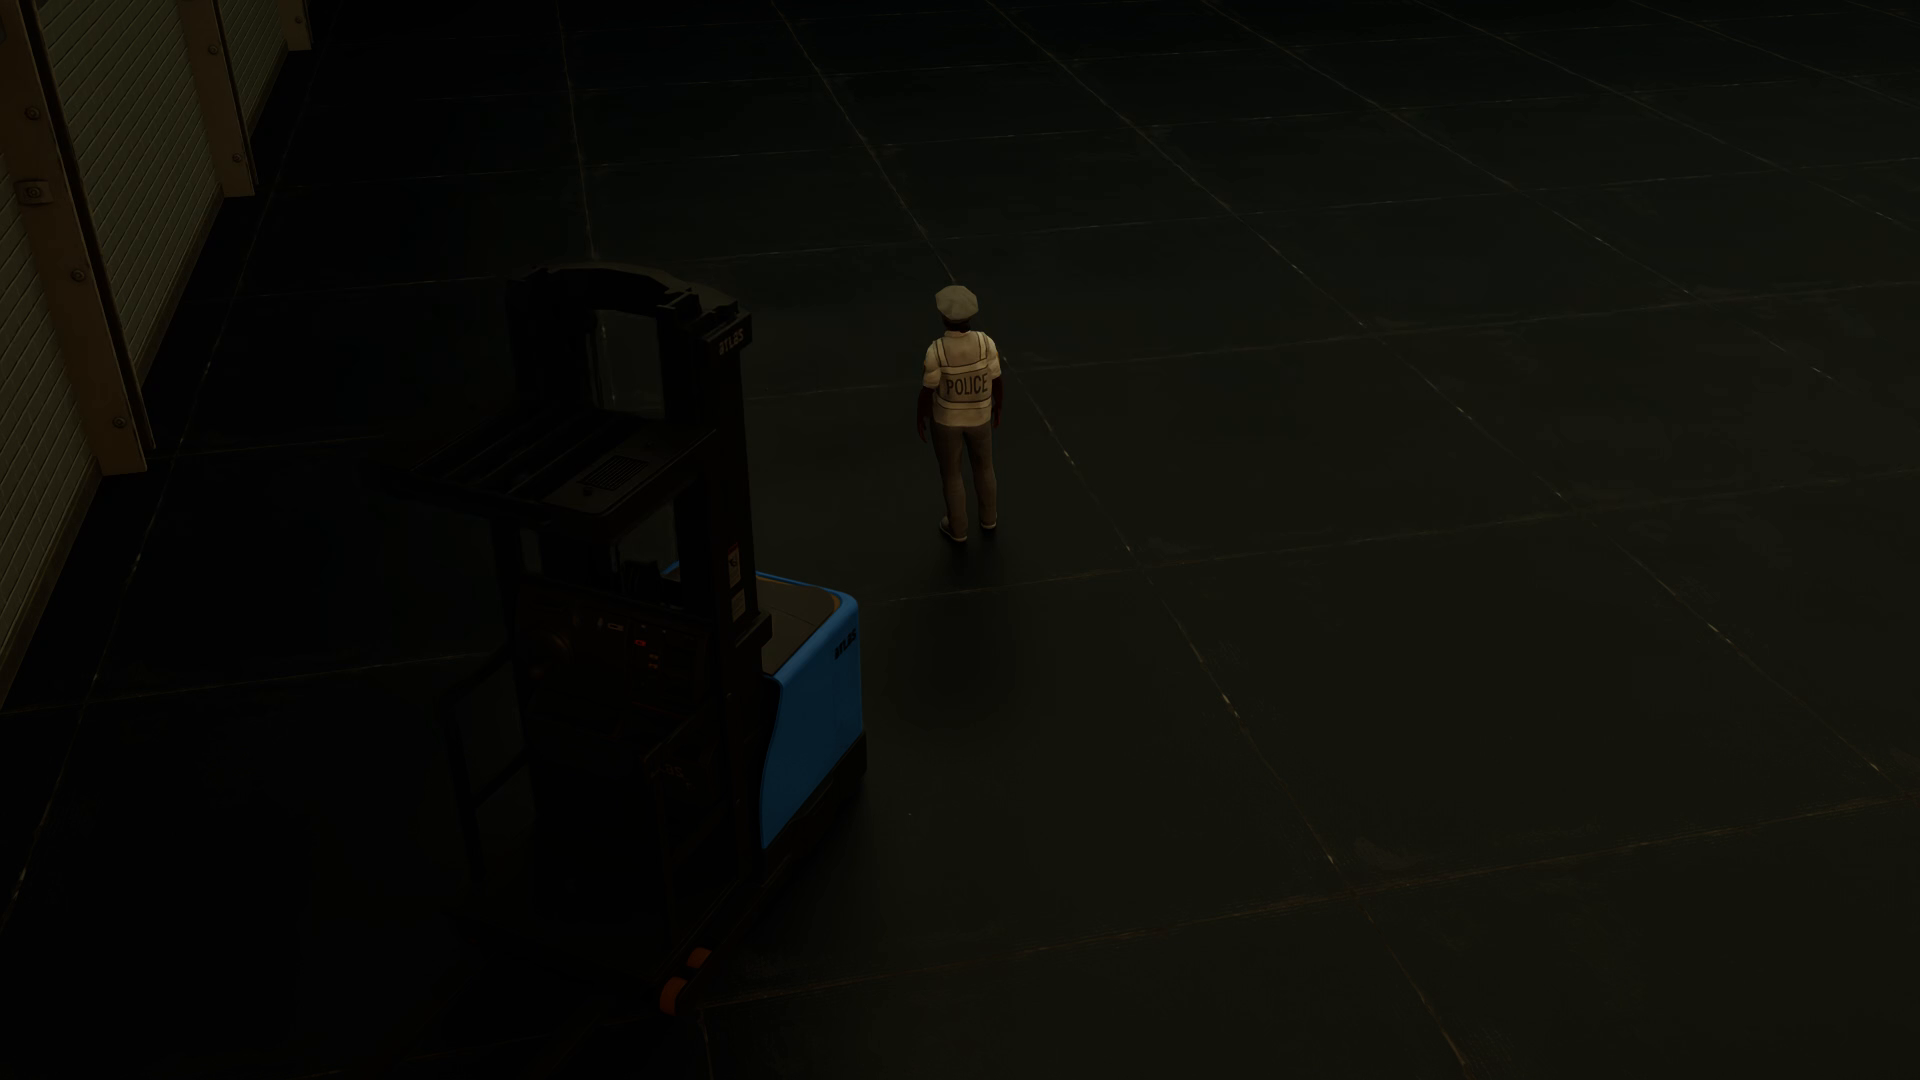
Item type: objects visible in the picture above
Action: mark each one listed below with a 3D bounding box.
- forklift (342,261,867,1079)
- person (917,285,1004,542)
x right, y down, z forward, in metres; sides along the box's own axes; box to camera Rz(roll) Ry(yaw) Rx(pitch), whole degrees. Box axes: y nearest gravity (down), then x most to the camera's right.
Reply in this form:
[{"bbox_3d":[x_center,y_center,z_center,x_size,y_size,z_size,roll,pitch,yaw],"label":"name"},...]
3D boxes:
[{"bbox_3d":[-1.532,0.497,6.716,1.130,2.935,3.031,13,32,21],"label":"forklift"},{"bbox_3d":[0.002,-0.778,10.139,0.569,1.695,0.530,-7,31,-12],"label":"person"}]
